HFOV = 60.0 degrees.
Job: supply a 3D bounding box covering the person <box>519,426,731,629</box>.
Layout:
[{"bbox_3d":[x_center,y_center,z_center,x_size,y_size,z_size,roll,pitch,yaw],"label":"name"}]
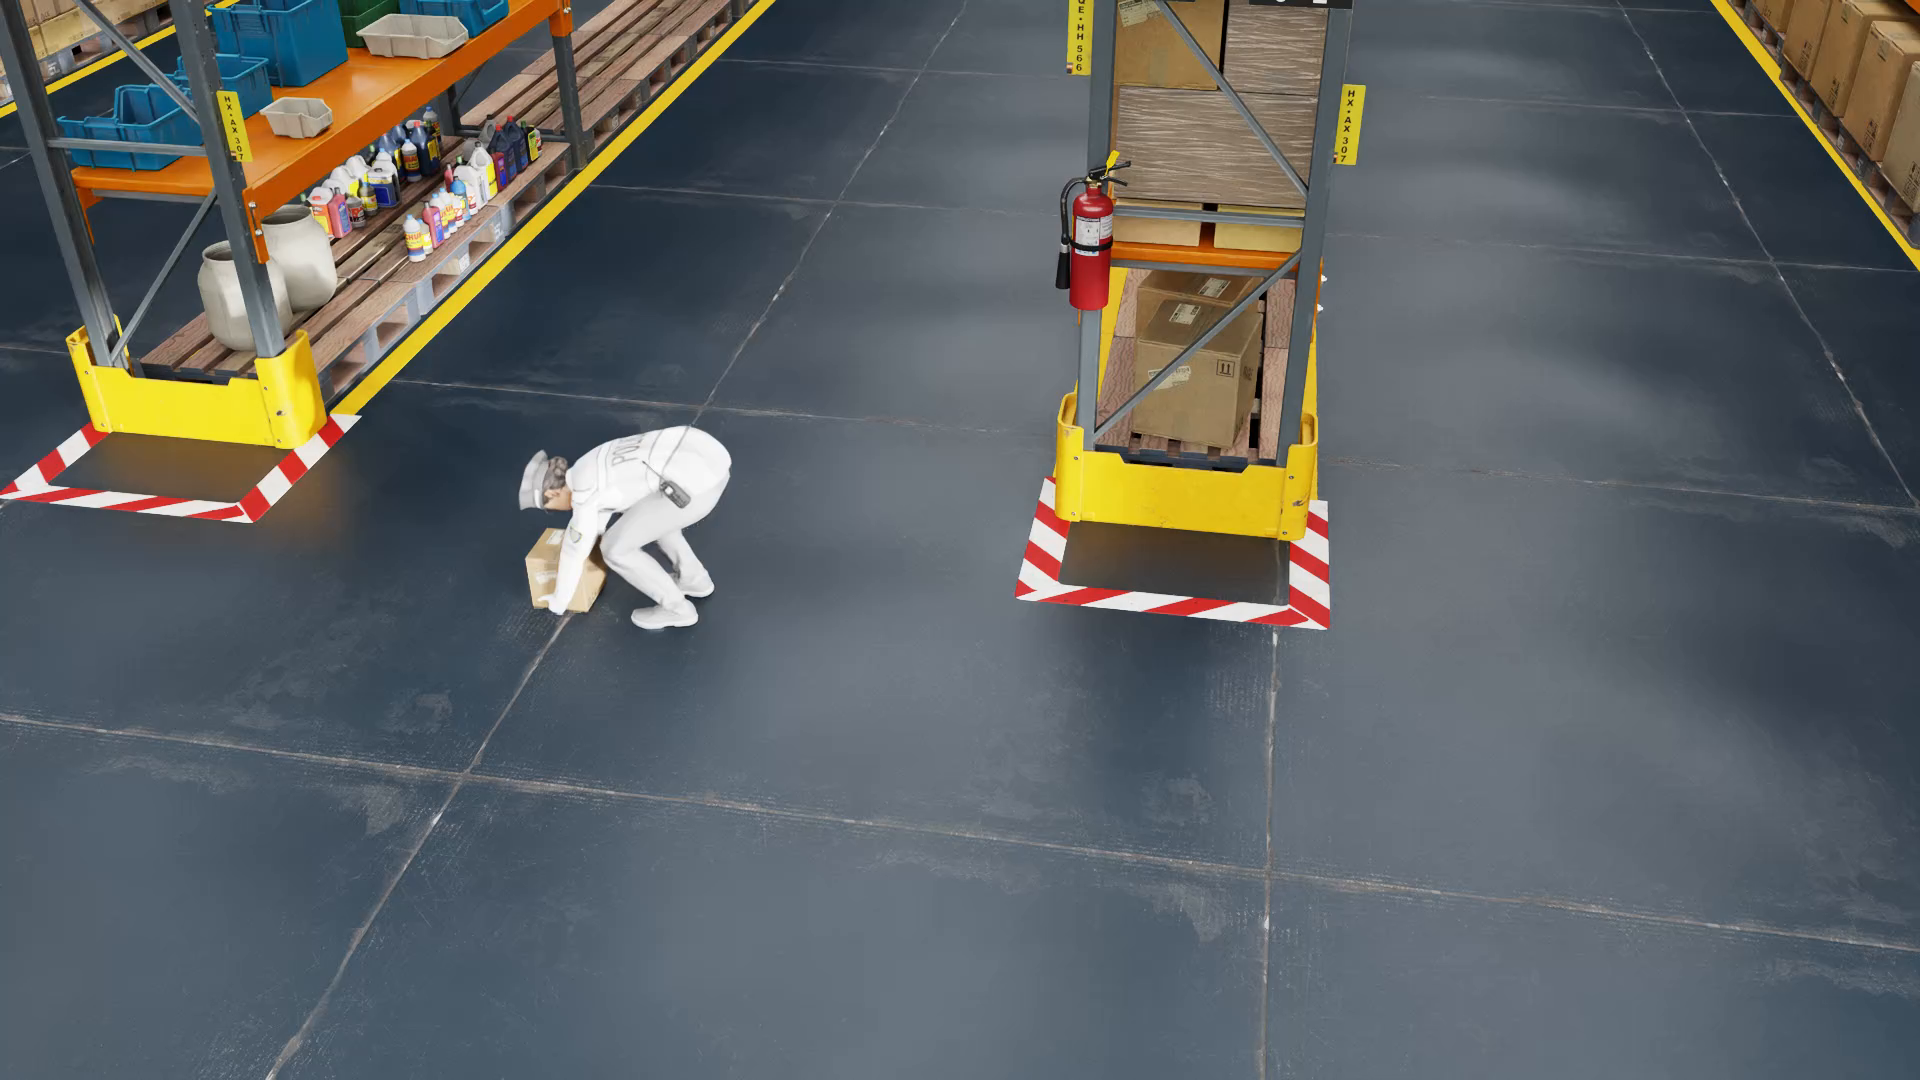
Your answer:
[{"bbox_3d":[-1.399,-0.068,7.025,0.889,0.842,0.469,4,33,6],"label":"person"}]
